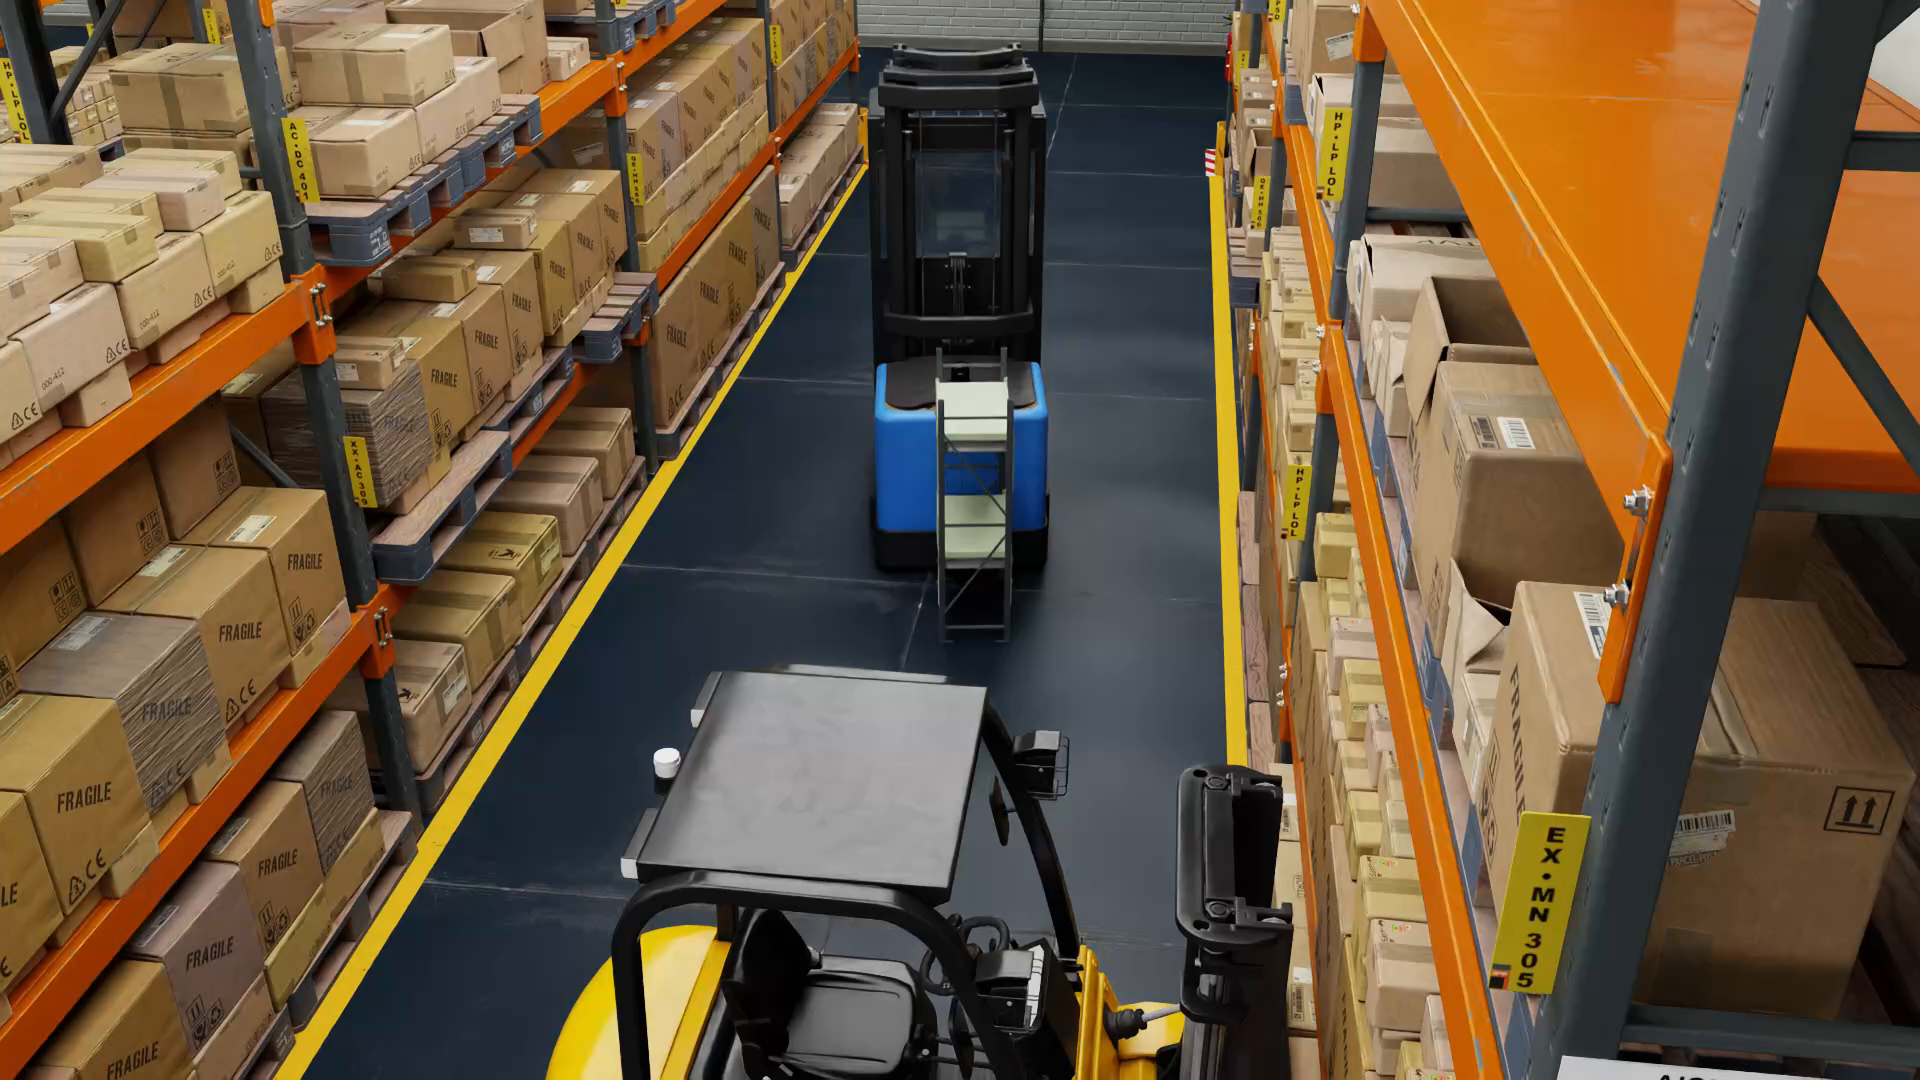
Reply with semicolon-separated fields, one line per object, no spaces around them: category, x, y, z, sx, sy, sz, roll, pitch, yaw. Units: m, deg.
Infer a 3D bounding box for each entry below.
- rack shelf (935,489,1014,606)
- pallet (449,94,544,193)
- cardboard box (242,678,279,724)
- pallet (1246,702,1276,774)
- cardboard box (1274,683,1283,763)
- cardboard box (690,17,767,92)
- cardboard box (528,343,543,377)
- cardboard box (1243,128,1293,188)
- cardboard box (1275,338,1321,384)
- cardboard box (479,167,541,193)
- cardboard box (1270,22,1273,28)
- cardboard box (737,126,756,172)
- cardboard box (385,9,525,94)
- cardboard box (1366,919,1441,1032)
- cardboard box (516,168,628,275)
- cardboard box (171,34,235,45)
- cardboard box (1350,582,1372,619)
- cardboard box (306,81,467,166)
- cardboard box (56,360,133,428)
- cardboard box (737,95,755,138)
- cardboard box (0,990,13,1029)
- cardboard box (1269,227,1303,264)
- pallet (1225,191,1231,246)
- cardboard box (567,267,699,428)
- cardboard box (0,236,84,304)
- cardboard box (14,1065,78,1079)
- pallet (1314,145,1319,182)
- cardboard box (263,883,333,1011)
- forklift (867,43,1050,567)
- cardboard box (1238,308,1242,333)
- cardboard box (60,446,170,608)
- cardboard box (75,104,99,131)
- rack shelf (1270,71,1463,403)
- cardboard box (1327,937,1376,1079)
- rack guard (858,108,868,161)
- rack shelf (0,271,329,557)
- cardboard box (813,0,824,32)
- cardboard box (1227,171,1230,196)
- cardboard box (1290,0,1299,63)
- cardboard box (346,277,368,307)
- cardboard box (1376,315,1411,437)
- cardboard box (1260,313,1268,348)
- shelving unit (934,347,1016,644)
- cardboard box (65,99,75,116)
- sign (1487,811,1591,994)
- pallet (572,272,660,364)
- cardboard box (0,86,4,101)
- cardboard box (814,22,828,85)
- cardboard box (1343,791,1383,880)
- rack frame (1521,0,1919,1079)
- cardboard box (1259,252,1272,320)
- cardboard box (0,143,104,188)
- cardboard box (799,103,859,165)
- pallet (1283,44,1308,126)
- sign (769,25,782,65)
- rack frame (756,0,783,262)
rack shelf;0.074;0.036;9.582;0.431;0.370;0.720;-1;28;-1
pallet;-2.761;-1.941;8.018;1.213;0.211;1.003;3;28;6
cardboard box;-2.936;0.585;6.558;0.380;0.149;0.250;3;29;6
pallet;1.912;1.235;8.028;1.003;0.211;1.213;3;28;6
cardboard box;1.914;0.971;7.639;0.875;0.625;0.625;5;29;8
cardboard box;-1.891;-3.956;13.562;0.500;0.500;0.500;4;29;8
cardboard box;-2.494;-0.986;9.031;0.380;0.149;0.250;2;28;5
cardboard box;2.367;-2.536;11.535;0.797;0.503;0.637;3;28;5
cardboard box;1.765;-0.880;8.223;0.380;0.149;0.250;3;28;5
cardboard box;-2.861;-1.975;10.183;0.500;0.500;0.500;3;28;5
cardboard box;2.295;-3.509;10.888;0.500;0.250;0.500;3;28;6
cardboard box;-1.954;-3.165;13.412;0.500;0.250;0.500;3;28;5
cardboard box;-2.734;-2.460;8.674;0.797;0.503;0.637;3;28;6
cardboard box;1.236;1.113;4.210;0.380;0.149;0.250;4;29;7
cardboard box;-2.356;-1.943;10.124;0.500;0.500;0.500;3;28;5
cardboard box;-6.700;-4.330;14.997;0.500;0.500;0.500;3;28;5
cardboard box;1.563;0.277;5.762;0.380;0.149;0.250;3;28;5
cardboard box;-2.535;-1.860;7.385;0.500;0.250;0.500;3;28;6
cardboard box;-2.942;-0.491;5.392;0.380;0.149;0.250;4;29;8
cardboard box;-1.952;-3.393;13.308;0.500;0.250;0.500;4;29;7
cardboard box;-3.104;1.435;4.981;0.380;0.149;0.250;4;29;8
cardboard box;2.020;-1.723;9.789;0.380;0.149;0.250;4;29;8
pallet;3.073;-3.081;16.038;1.003;0.211;1.213;3;28;6
cardboard box;-2.409;-1.383;11.744;0.875;0.875;0.875;3;28;6
cardboard box;-3.000;-0.838;5.197;0.380;0.149;0.250;3;28;5
cardboard box;-3.121;2.027;5.283;0.500;0.500;0.500;2;28;4
pallet;2.222;-1.913;7.966;1.003;0.211;1.213;5;29;9
cardboard box;-2.927;1.640;6.791;0.500;0.250;0.500;3;28;5
forklift;-0.025;-1.787;10.769;1.130;2.935;3.031;-1;28;-1
cardboard box;2.438;-1.793;12.901;0.500;0.500;0.500;3;28;5
cardboard box;-3.419;-0.112;6.114;0.700;0.500;0.500;4;29;6
cardboard box;-7.021;-3.322;13.054;0.380;0.149;0.250;3;29;6
rack shelf;2.106;-1.589;7.925;1.077;0.370;4.000;3;28;6
cardboard box;1.306;1.463;4.558;0.500;0.500;0.500;3;28;5
rack guard;-1.593;-4.490;18.349;1.175;0.500;0.348;3;28;6
rack shelf;-3.311;0.007;4.962;1.077;0.370;4.000;3;28;6
cardboard box;-1.581;-5.106;15.697;0.500;0.500;0.500;3;28;6
cardboard box;3.019;-3.694;16.429;0.700;0.500;0.500;4;29;8
cardboard box;2.020;-2.793;8.748;0.500;0.500;0.500;4;29;7
cardboard box;-3.152;-1.262;8.176;0.380;0.149;0.250;2;28;4
cardboard box;1.378;-0.453;4.651;0.396;0.266;0.258;3;28;5
cardboard box;2.054;-1.266;9.887;0.500;0.250;0.500;3;29;6
shelving unit;0.074;-0.251;9.427;0.431;1.500;0.755;-1;28;-1
cardboard box;-7.058;-3.332;12.759;0.380;0.149;0.250;3;28;5
sign;0.834;0.526;2.391;0.100;0.325;0.005;3;28;6
pallet;-2.557;-1.387;10.157;1.213;0.211;1.003;3;28;6
cardboard box;-7.673;-3.505;13.080;0.380;0.149;0.250;4;29;8
cardboard box;-1.572;-4.659;15.922;0.500;0.500;0.500;4;29;8
cardboard box;1.352;0.888;4.942;0.380;0.149;0.250;3;28;5
rack frame;1.367;-0.402;1.801;0.949;2.616;0.053;3;28;6
cardboard box;2.029;-1.487;9.772;0.500;0.250;0.500;3;28;6
cardboard box;-3.428;-1.362;6.169;0.380;0.149;0.250;3;28;5
cardboard box;-1.577;-4.319;17.656;0.875;0.438;0.875;2;28;4
pallet;2.357;-2.439;8.944;1.213;0.211;1.003;5;29;9
sign;-1.546;-4.144;13.934;0.100;0.325;0.005;3;28;6
rack frame;-2.086;-3.696;14.240;1.000;3.000;0.127;3;28;6
